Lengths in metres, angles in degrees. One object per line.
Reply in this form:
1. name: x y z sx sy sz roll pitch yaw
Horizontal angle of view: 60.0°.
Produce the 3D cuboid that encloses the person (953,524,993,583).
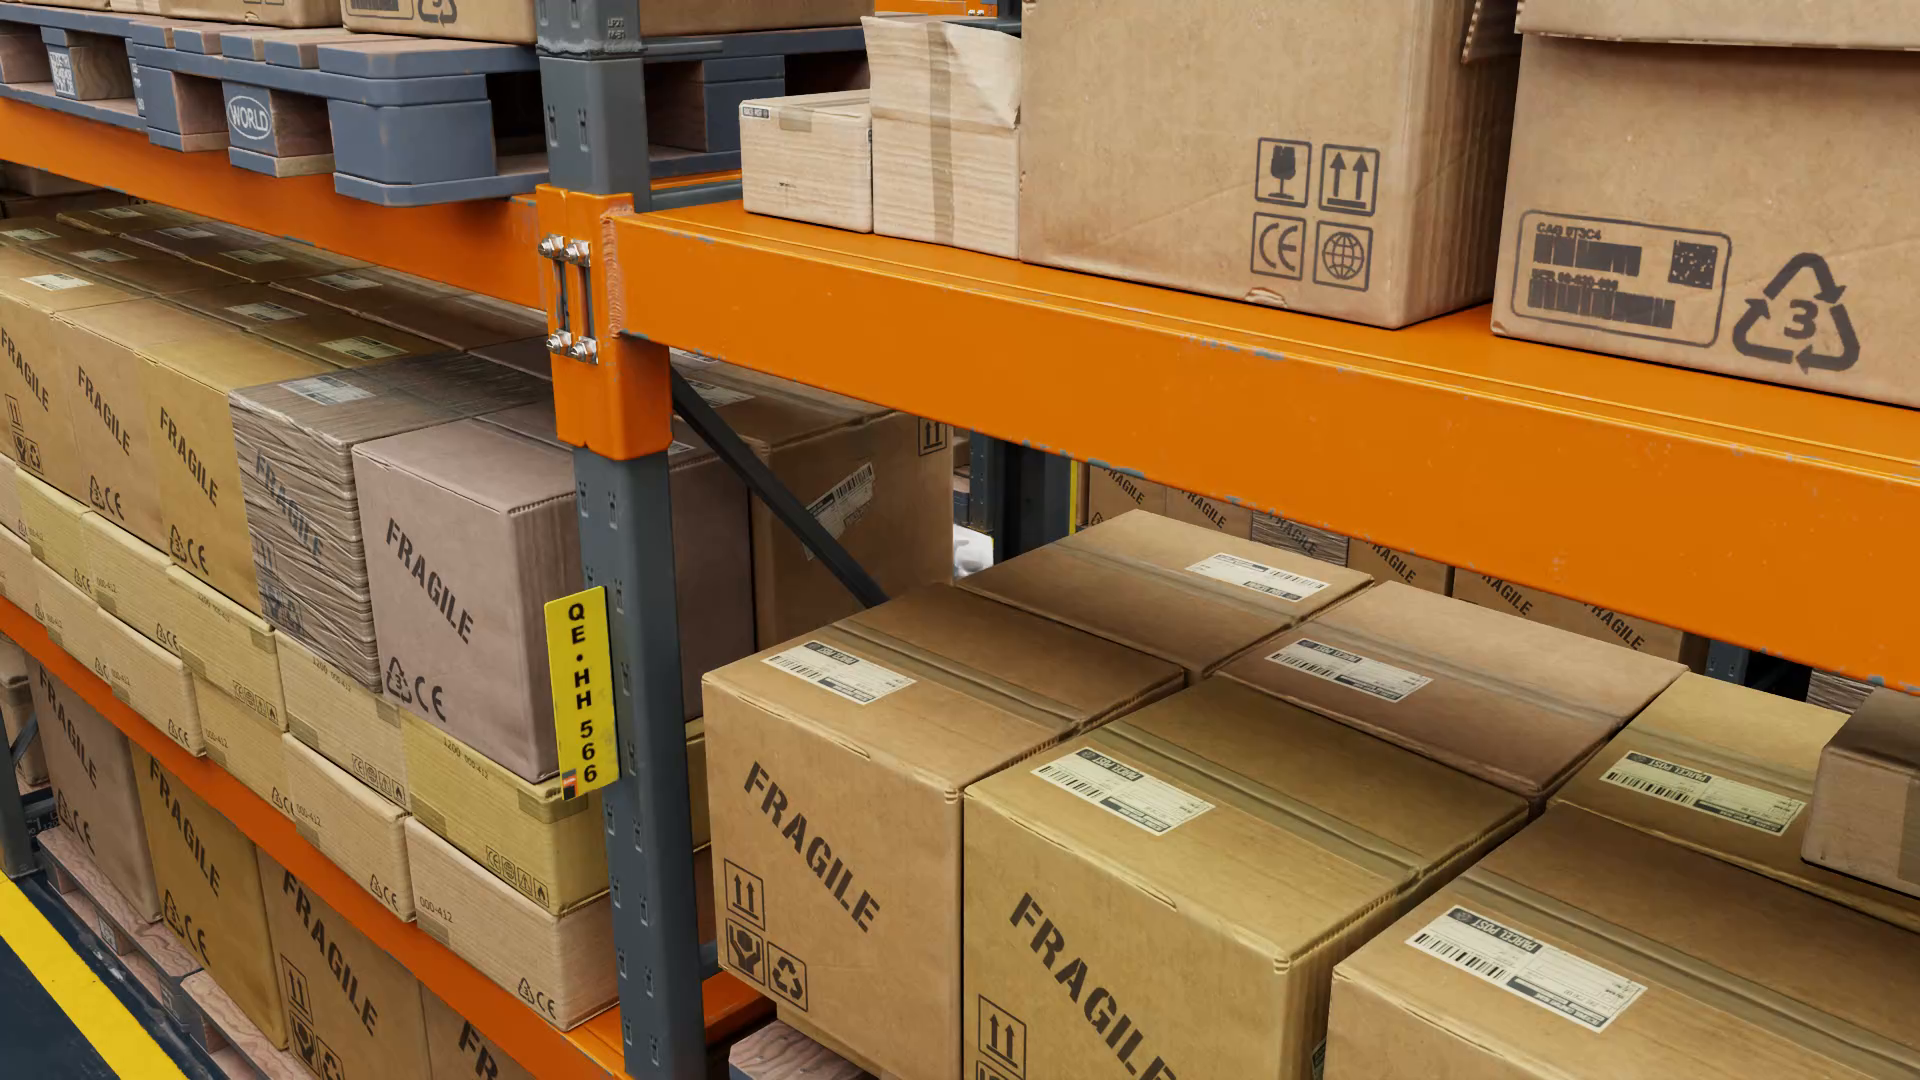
1. person: -0.185 0.443 5.901 0.485 1.401 0.886 18 27 40
